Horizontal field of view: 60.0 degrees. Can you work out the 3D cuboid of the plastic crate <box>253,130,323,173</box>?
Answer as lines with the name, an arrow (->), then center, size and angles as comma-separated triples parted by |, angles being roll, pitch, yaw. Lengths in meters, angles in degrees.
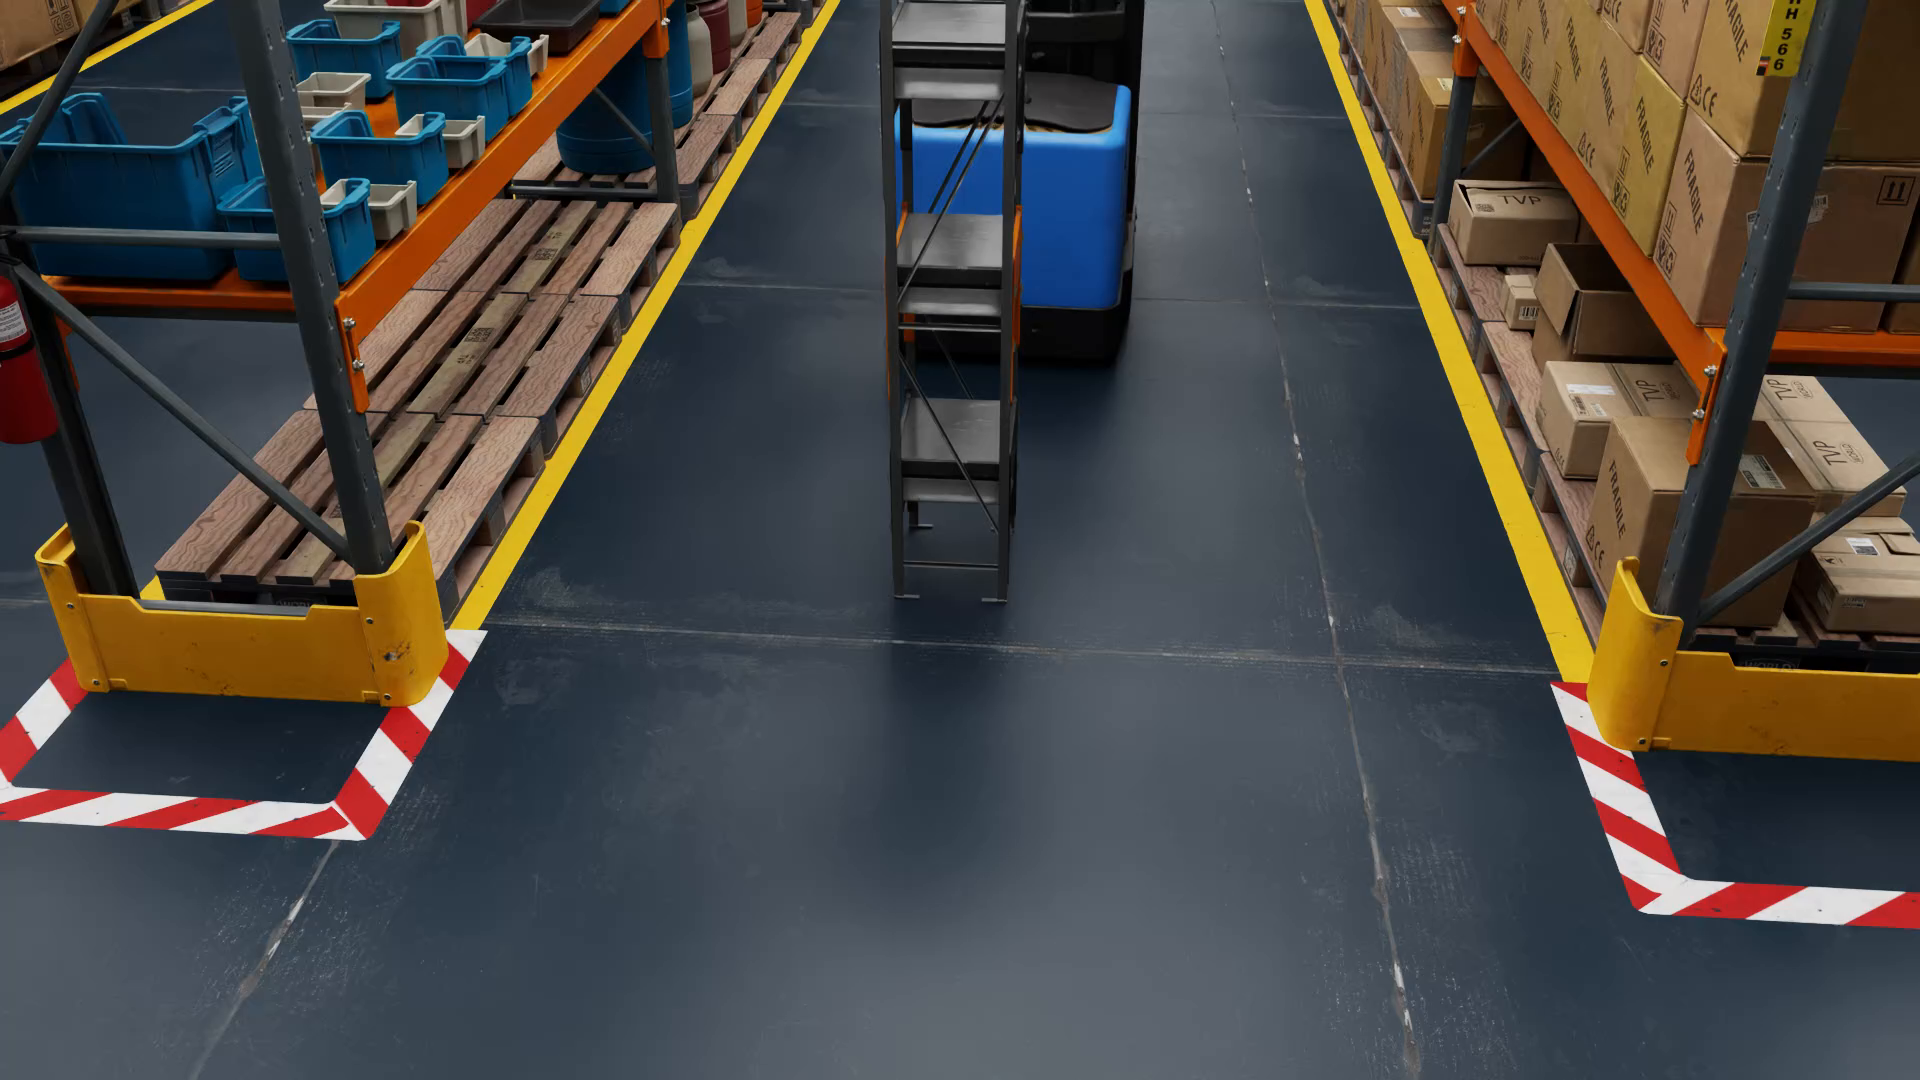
plastic crate -> -2.403, -1.360, 5.791 | 0.396, 0.136, 0.243 | 2, 32, 4

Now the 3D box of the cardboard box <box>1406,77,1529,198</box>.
cardboard box -> 2.690, -2.133, 8.815 | 0.500, 0.500, 0.500 | 2, 32, 4

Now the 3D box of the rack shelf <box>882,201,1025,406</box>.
rack shelf -> -0.013, -0.796, 5.566 | 0.431, 0.518, 0.480 | 2, 32, 4

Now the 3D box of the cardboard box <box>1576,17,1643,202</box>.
cardboard box -> 2.460, -1.468, 5.678 | 0.500, 0.500, 0.500 | 3, 32, 4

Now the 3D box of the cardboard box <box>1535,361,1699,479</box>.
cardboard box -> 2.516, -0.455, 6.330 | 0.500, 0.250, 0.500 | 2, 32, 4

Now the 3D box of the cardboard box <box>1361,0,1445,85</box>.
cardboard box -> 2.857, -3.192, 10.534 | 0.500, 0.500, 0.500 | 2, 32, 3

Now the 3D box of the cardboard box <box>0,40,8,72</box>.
cardboard box -> -6.833, -3.242, 10.276 | 1.225, 0.875, 0.875 | 1, 32, 2

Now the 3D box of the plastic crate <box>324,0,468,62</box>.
plastic crate -> -2.309, -2.137, 6.915 | 0.437, 0.282, 0.530 | 2, 32, 4

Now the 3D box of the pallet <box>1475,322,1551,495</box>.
pallet -> 2.782, -0.553, 6.947 | 1.003, 0.211, 1.213 | 2, 32, 4

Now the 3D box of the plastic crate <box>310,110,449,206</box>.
plastic crate -> -1.925, -1.275, 5.562 | 0.416, 0.233, 0.300 | 2, 32, 4

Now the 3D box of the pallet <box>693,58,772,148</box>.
pallet -> -1.800, -2.807, 10.604 | 1.003, 0.211, 1.213 | 2, 32, 4

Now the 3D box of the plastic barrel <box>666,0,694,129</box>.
plastic barrel -> -1.882, -2.892, 9.684 | 0.600, 0.901, 0.708 | 2, 32, 4

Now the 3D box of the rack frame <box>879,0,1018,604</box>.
rack frame -> -0.033, -0.680, 5.352 | 0.400, 2.100, 0.015 | 2, 32, 4

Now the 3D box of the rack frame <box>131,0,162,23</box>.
rack frame -> -6.612, -5.256, 11.920 | 1.000, 3.000, 0.127 | 2, 32, 4

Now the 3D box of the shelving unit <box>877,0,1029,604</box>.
shelving unit -> -0.014, -0.807, 5.559 | 0.431, 2.100, 0.503 | 2, 32, 4

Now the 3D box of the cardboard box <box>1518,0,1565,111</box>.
cardboard box -> 2.541, -1.998, 6.537 | 0.500, 0.500, 0.500 | 2, 32, 4

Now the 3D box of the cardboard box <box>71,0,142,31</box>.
cardboard box -> -6.689, -4.170, 11.783 | 1.225, 0.875, 0.875 | 1, 32, 2

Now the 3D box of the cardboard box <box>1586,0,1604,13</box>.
cardboard box -> 2.492, -2.165, 5.855 | 0.500, 0.500, 0.500 | 3, 32, 6

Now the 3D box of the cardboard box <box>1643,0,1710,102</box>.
cardboard box -> 2.413, -1.625, 4.979 | 0.500, 0.500, 0.500 | 3, 32, 5

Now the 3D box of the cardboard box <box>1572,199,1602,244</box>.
cardboard box -> 3.172, -1.552, 7.873 | 0.500, 0.500, 0.500 | 2, 32, 4

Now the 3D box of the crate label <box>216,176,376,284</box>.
crate label -> -1.978, -0.931, 5.003 | 0.416, 0.233, 0.303 | 2, 32, 4

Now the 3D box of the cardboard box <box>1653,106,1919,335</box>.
cardboard box -> 2.375, -0.936, 4.815 | 0.500, 0.500, 0.500 | 3, 32, 5

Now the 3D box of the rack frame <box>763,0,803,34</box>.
rack frame -> -1.675, -5.045, 11.577 | 1.000, 3.000, 0.127 | 2, 32, 4

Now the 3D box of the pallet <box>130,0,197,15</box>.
pallet -> -6.547, -4.478, 13.314 | 1.003, 0.211, 1.213 | 2, 32, 4

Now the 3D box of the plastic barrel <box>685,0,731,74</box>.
plastic barrel -> -1.790, -3.350, 10.725 | 0.600, 0.588, 0.708 | 2, 32, 4

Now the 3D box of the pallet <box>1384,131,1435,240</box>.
pallet -> 2.964, -1.979, 9.260 | 1.003, 0.211, 1.213 | 2, 32, 4

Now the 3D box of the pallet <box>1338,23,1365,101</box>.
pallet -> 3.163, -3.255, 11.331 | 1.003, 0.211, 1.213 | 2, 32, 4

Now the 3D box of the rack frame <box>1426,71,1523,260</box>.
rack frame -> 2.936, -2.739, 7.836 | 1.000, 3.000, 0.127 | 2, 32, 4

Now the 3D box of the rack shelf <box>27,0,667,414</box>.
rack shelf -> -2.164, -1.601, 6.674 | 1.077, 0.370, 4.000 | 2, 32, 4

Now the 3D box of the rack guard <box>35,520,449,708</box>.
rack guard -> -2.316, 0.216, 5.423 | 1.175, 0.500, 0.348 | 2, 32, 4

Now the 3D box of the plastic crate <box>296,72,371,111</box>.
plastic crate -> -2.399, -1.662, 6.282 | 0.298, 0.136, 0.250 | 2, 32, 4

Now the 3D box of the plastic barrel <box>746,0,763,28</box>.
plastic barrel -> -1.698, -4.043, 11.619 | 0.600, 0.830, 0.708 | 2, 32, 4

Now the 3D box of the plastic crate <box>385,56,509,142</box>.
plastic crate -> -1.871, -1.619, 6.121 | 0.416, 0.233, 0.300 | 2, 32, 4

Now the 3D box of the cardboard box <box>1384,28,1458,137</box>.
cardboard box -> 2.780, -2.653, 9.659 | 0.500, 0.500, 0.500 | 3, 32, 5

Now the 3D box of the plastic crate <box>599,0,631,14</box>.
plastic crate -> -1.699, -2.713, 7.751 | 0.392, 0.384, 0.575 | 2, 32, 4

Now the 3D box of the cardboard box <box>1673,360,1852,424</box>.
cardboard box -> 3.019, -0.460, 6.338 | 0.500, 0.250, 0.500 | 2, 32, 4

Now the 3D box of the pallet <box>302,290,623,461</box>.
pallet -> -2.119, -0.740, 7.250 | 1.003, 0.211, 1.213 | 2, 32, 4

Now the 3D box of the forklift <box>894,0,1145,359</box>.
forklift -> 0.361, -2.809, 8.014 | 1.130, 2.935, 3.031 | 4, 32, 6

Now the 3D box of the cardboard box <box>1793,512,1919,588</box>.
cardboard box -> 3.007, 0.036, 5.614 | 0.380, 0.166, 0.250 | 2, 32, 4

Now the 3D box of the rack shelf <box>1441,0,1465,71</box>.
rack shelf -> 3.099, -3.479, 9.722 | 1.077, 0.370, 4.000 | 2, 32, 4

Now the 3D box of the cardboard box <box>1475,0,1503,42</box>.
cardboard box -> 2.623, -2.527, 7.396 | 0.500, 0.500, 0.500 | 3, 32, 5

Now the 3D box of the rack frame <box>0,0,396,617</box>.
rack frame -> -2.327, -0.861, 4.789 | 1.000, 3.000, 0.127 | 2, 32, 4

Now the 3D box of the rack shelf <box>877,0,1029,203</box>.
rack shelf -> -0.014, -1.392, 5.199 | 0.431, 0.518, 0.480 | 2, 32, 4

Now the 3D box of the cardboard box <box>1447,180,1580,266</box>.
cardboard box -> 2.686, -1.572, 8.085 | 0.500, 0.311, 0.500 | 2, 32, 4

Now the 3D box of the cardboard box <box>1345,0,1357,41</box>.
cardboard box -> 2.940, -3.728, 11.404 | 0.500, 0.500, 0.500 | 4, 32, 6

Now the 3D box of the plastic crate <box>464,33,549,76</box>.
plastic crate -> -1.843, -1.943, 6.738 | 0.293, 0.136, 0.466 | 2, 32, 4

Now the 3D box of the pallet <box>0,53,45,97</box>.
pallet -> -6.853, -3.024, 10.955 | 1.003, 0.211, 1.213 | 2, 32, 4

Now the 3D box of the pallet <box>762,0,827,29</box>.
pallet -> -1.573, -4.261, 12.963 | 1.003, 0.211, 1.213 | 2, 32, 4

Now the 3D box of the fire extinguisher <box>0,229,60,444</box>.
fire extinguisher -> -2.792, -0.610, 4.810 | 0.296, 0.674, 0.183 | 2, 32, 4
